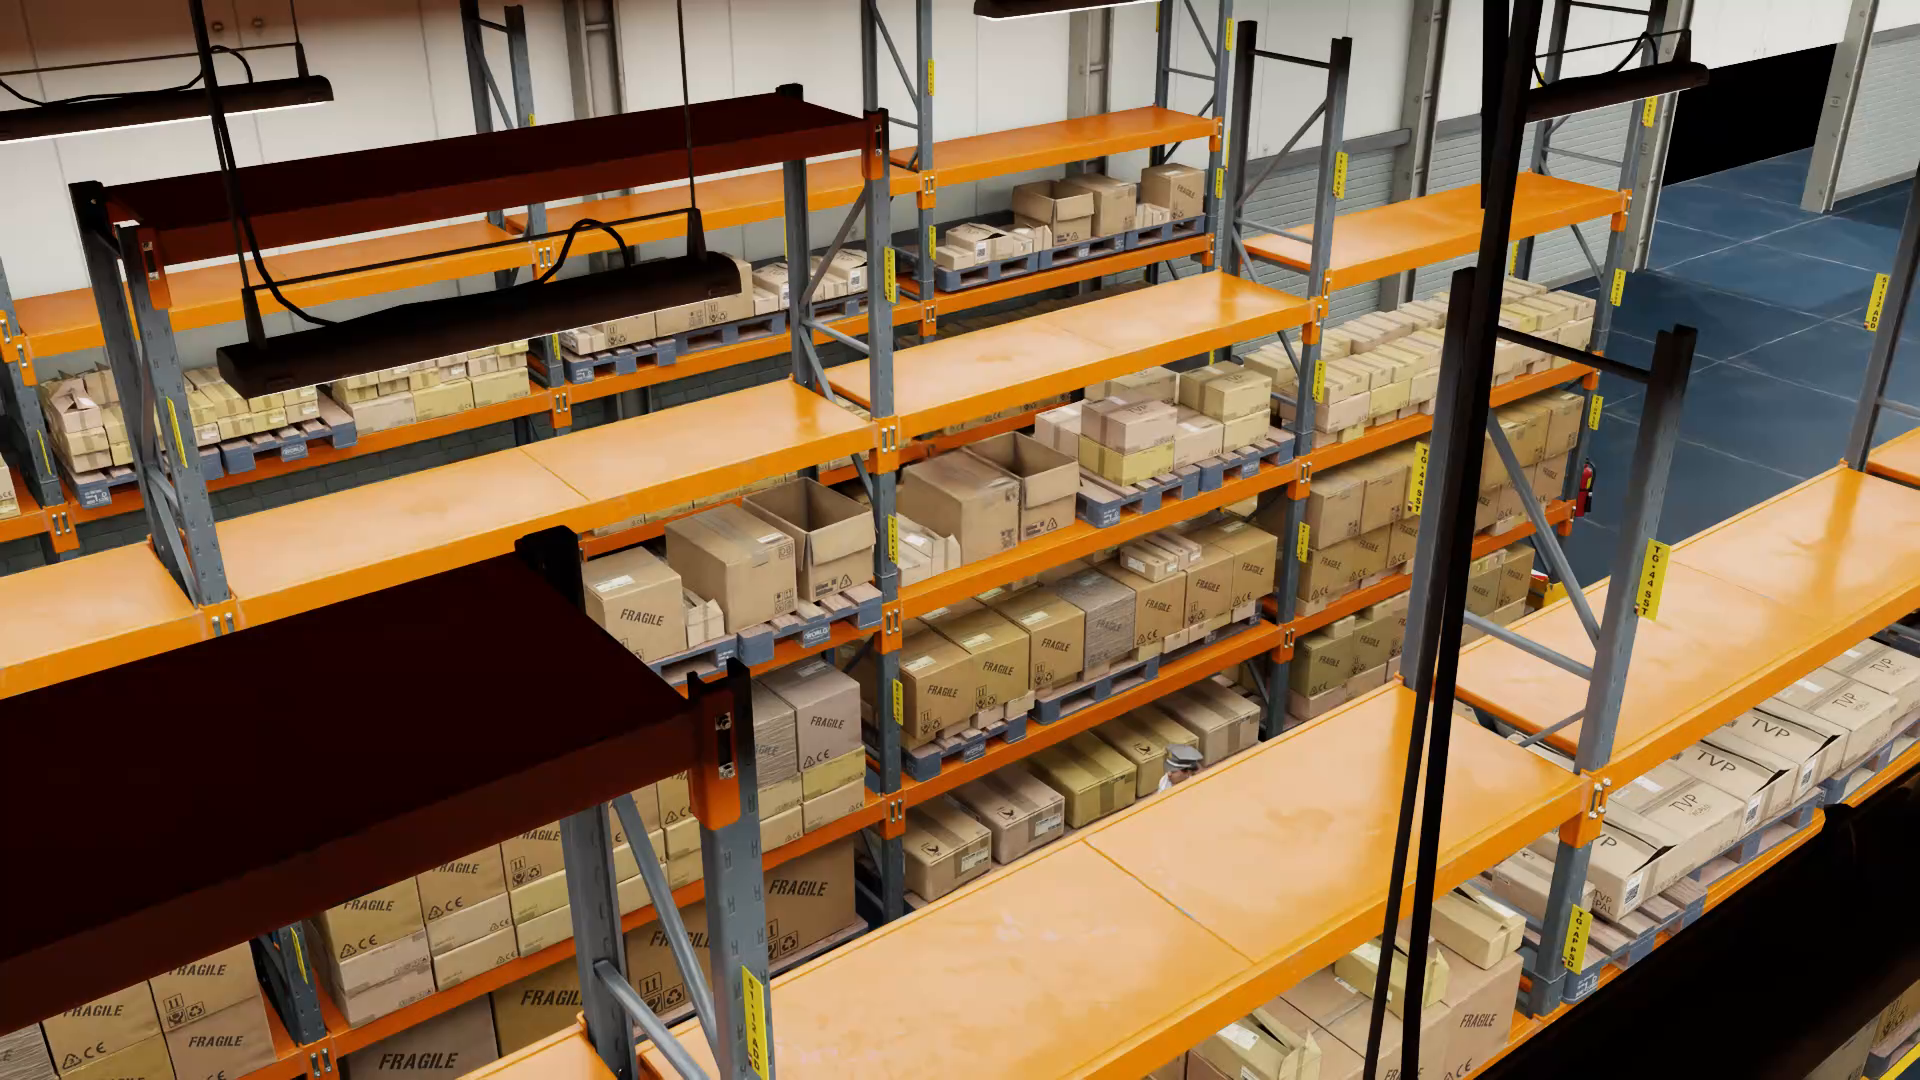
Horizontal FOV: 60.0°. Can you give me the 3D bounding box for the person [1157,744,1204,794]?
[{"bbox_3d":[1.570,2.187,11.724,0.380,1.676,0.522,-21,33,-37],"label":"person"}]
